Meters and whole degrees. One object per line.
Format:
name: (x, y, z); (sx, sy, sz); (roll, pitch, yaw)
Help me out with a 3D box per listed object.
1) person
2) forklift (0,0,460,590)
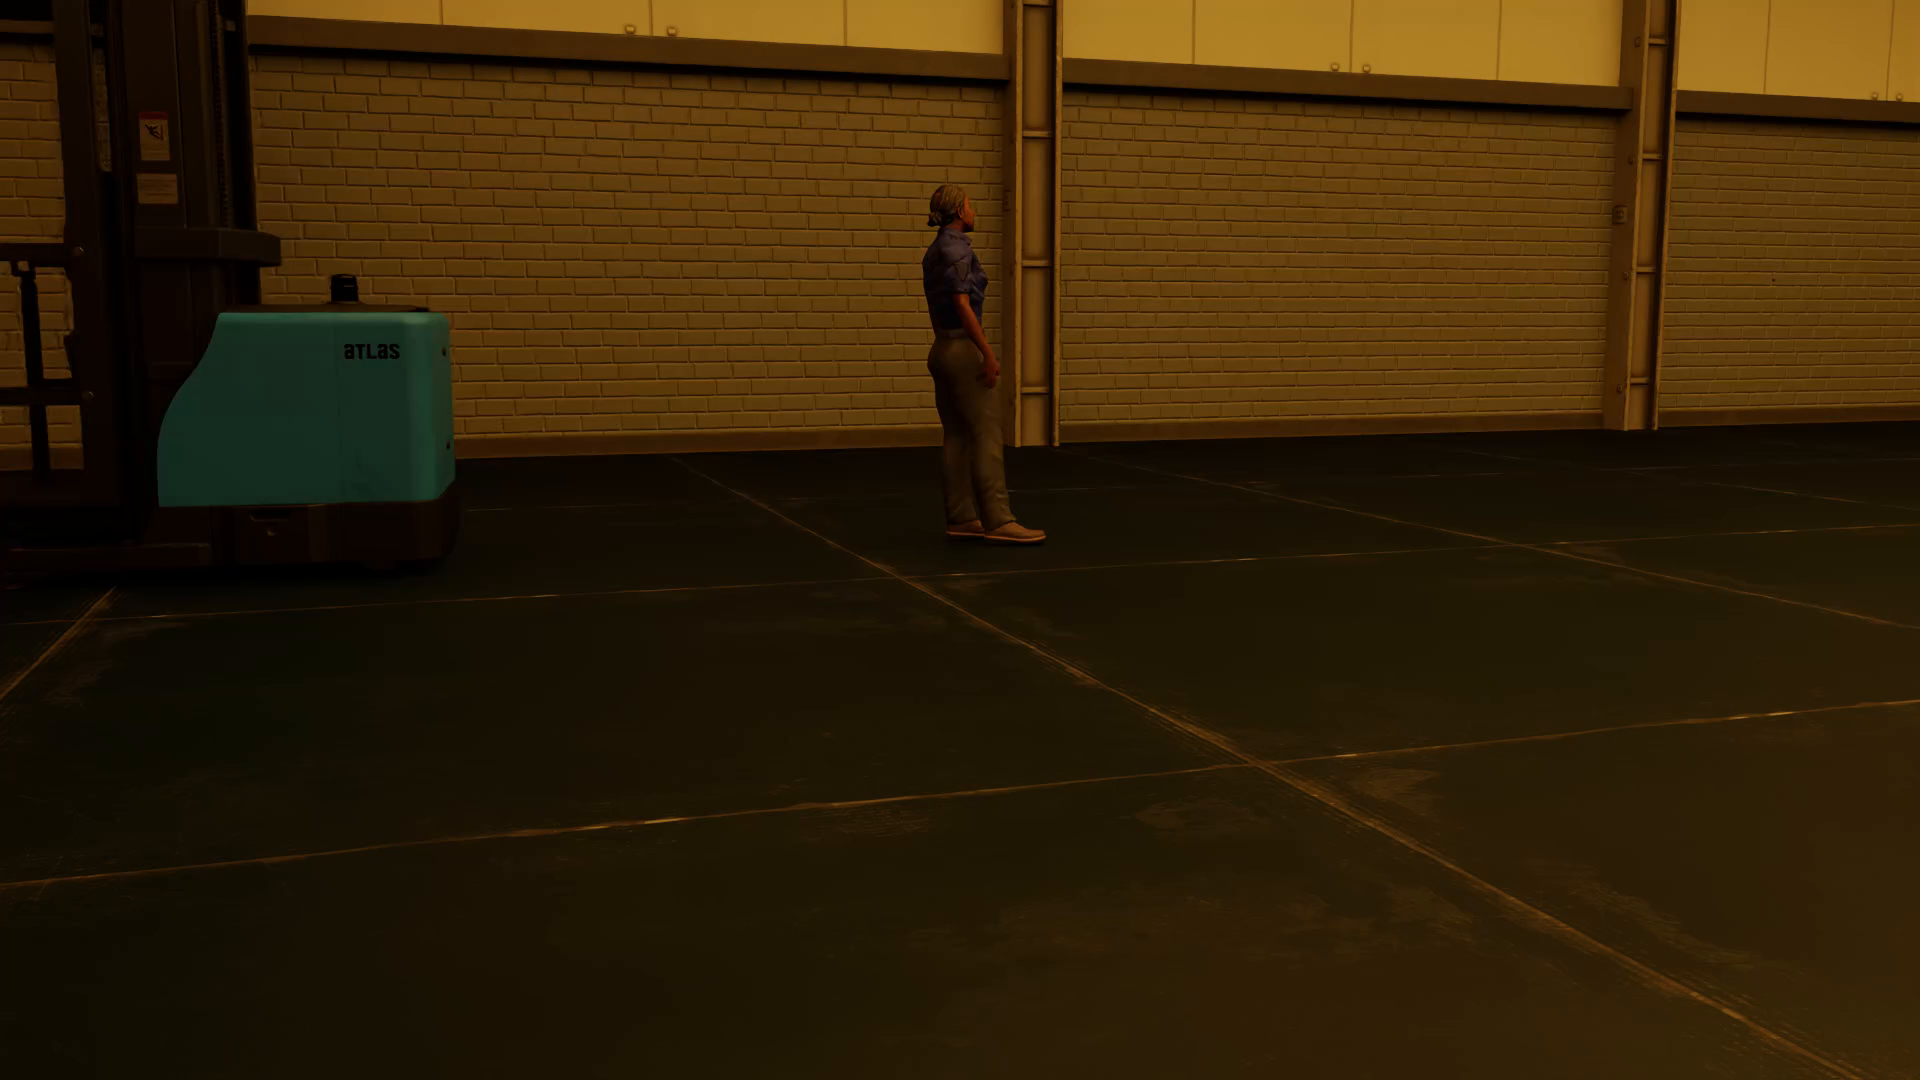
person: (0.090, -0.829, 7.820); (0.503, 1.656, 0.569); (-3, 8, -18)
forklift: (-3.716, -1.329, 6.819); (3.031, 2.935, 1.130); (-2, 8, -12)
